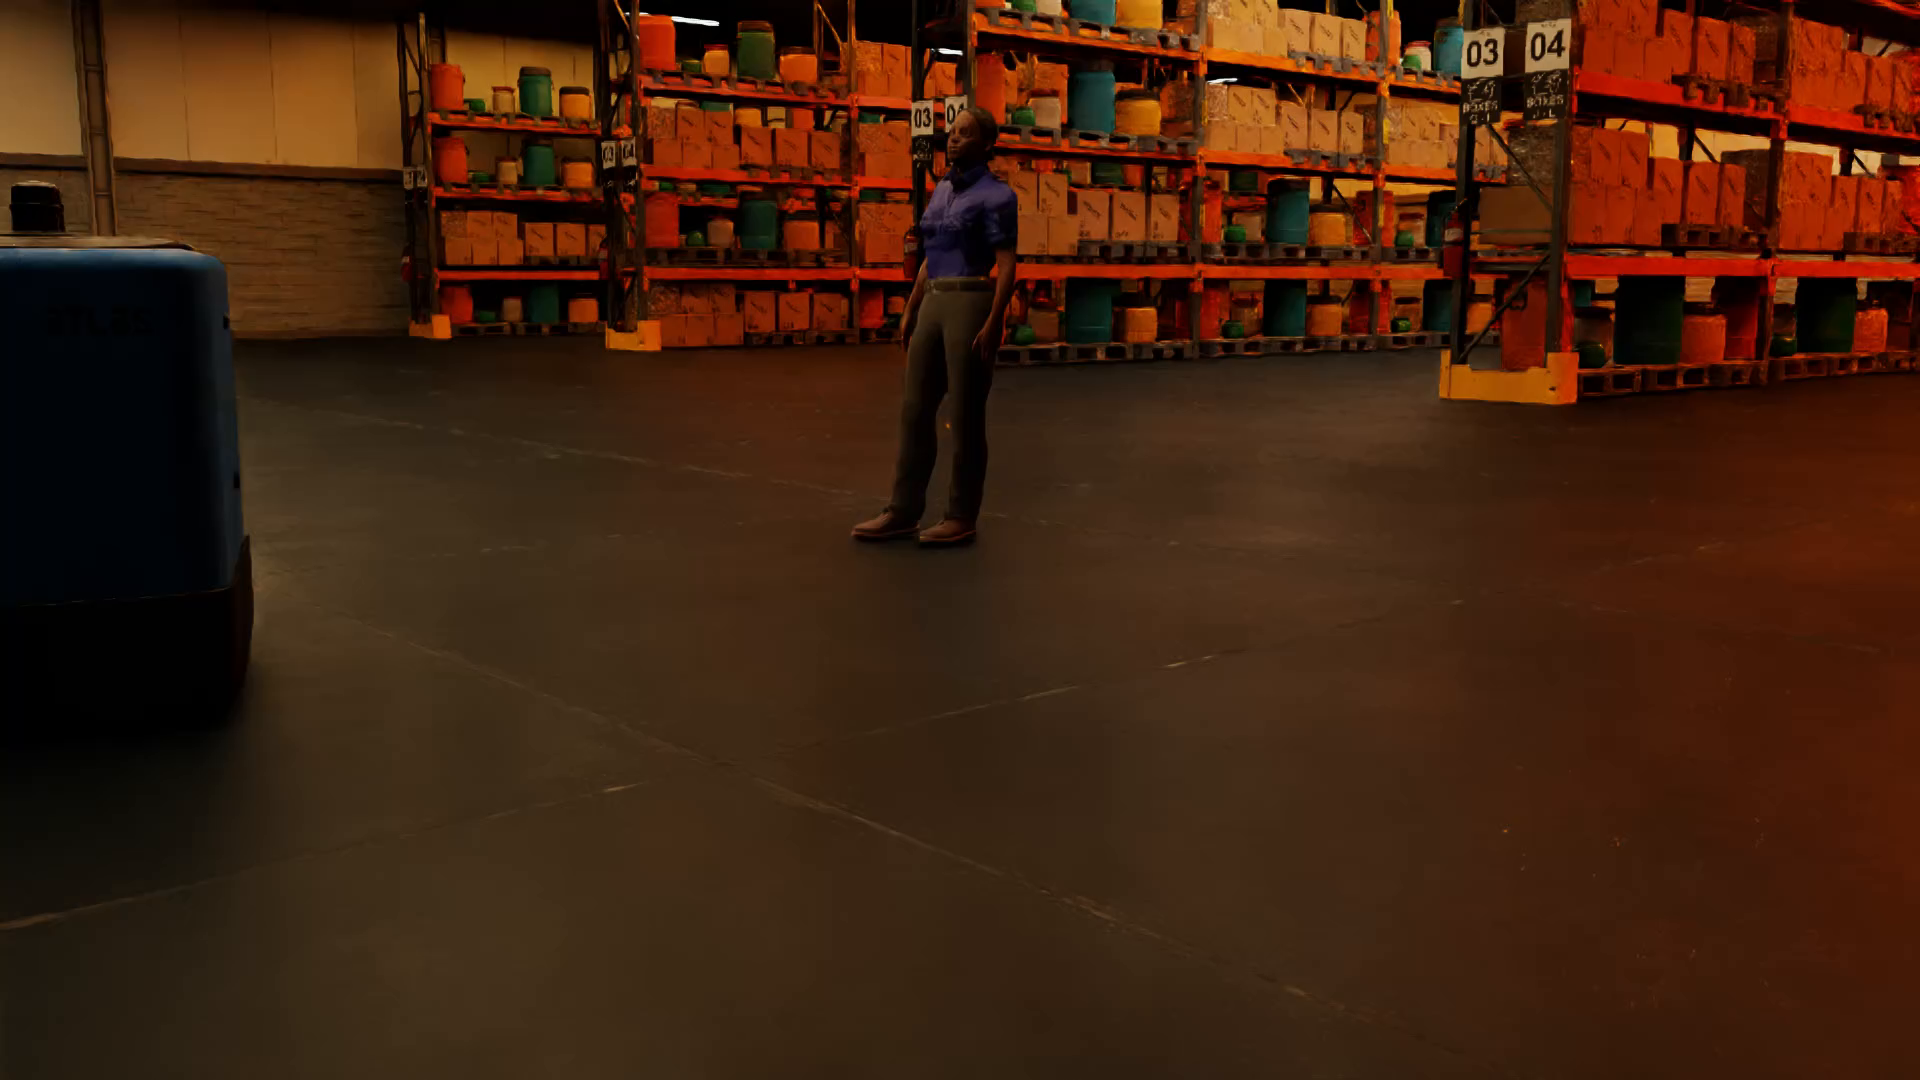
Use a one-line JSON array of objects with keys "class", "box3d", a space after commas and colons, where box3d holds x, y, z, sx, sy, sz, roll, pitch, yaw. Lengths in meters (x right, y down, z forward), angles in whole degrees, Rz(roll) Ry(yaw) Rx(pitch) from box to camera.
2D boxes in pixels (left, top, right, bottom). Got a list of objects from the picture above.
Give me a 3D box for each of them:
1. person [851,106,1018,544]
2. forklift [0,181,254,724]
[{"class": "person", "box3d": [-0.080, -0.806, 6.371, 0.501, 1.629, 0.570, -8, 12, -40]}, {"class": "forklift", "box3d": [-3.238, -1.015, 3.516, 3.031, 2.935, 1.130, -3, 9, -21]}]
